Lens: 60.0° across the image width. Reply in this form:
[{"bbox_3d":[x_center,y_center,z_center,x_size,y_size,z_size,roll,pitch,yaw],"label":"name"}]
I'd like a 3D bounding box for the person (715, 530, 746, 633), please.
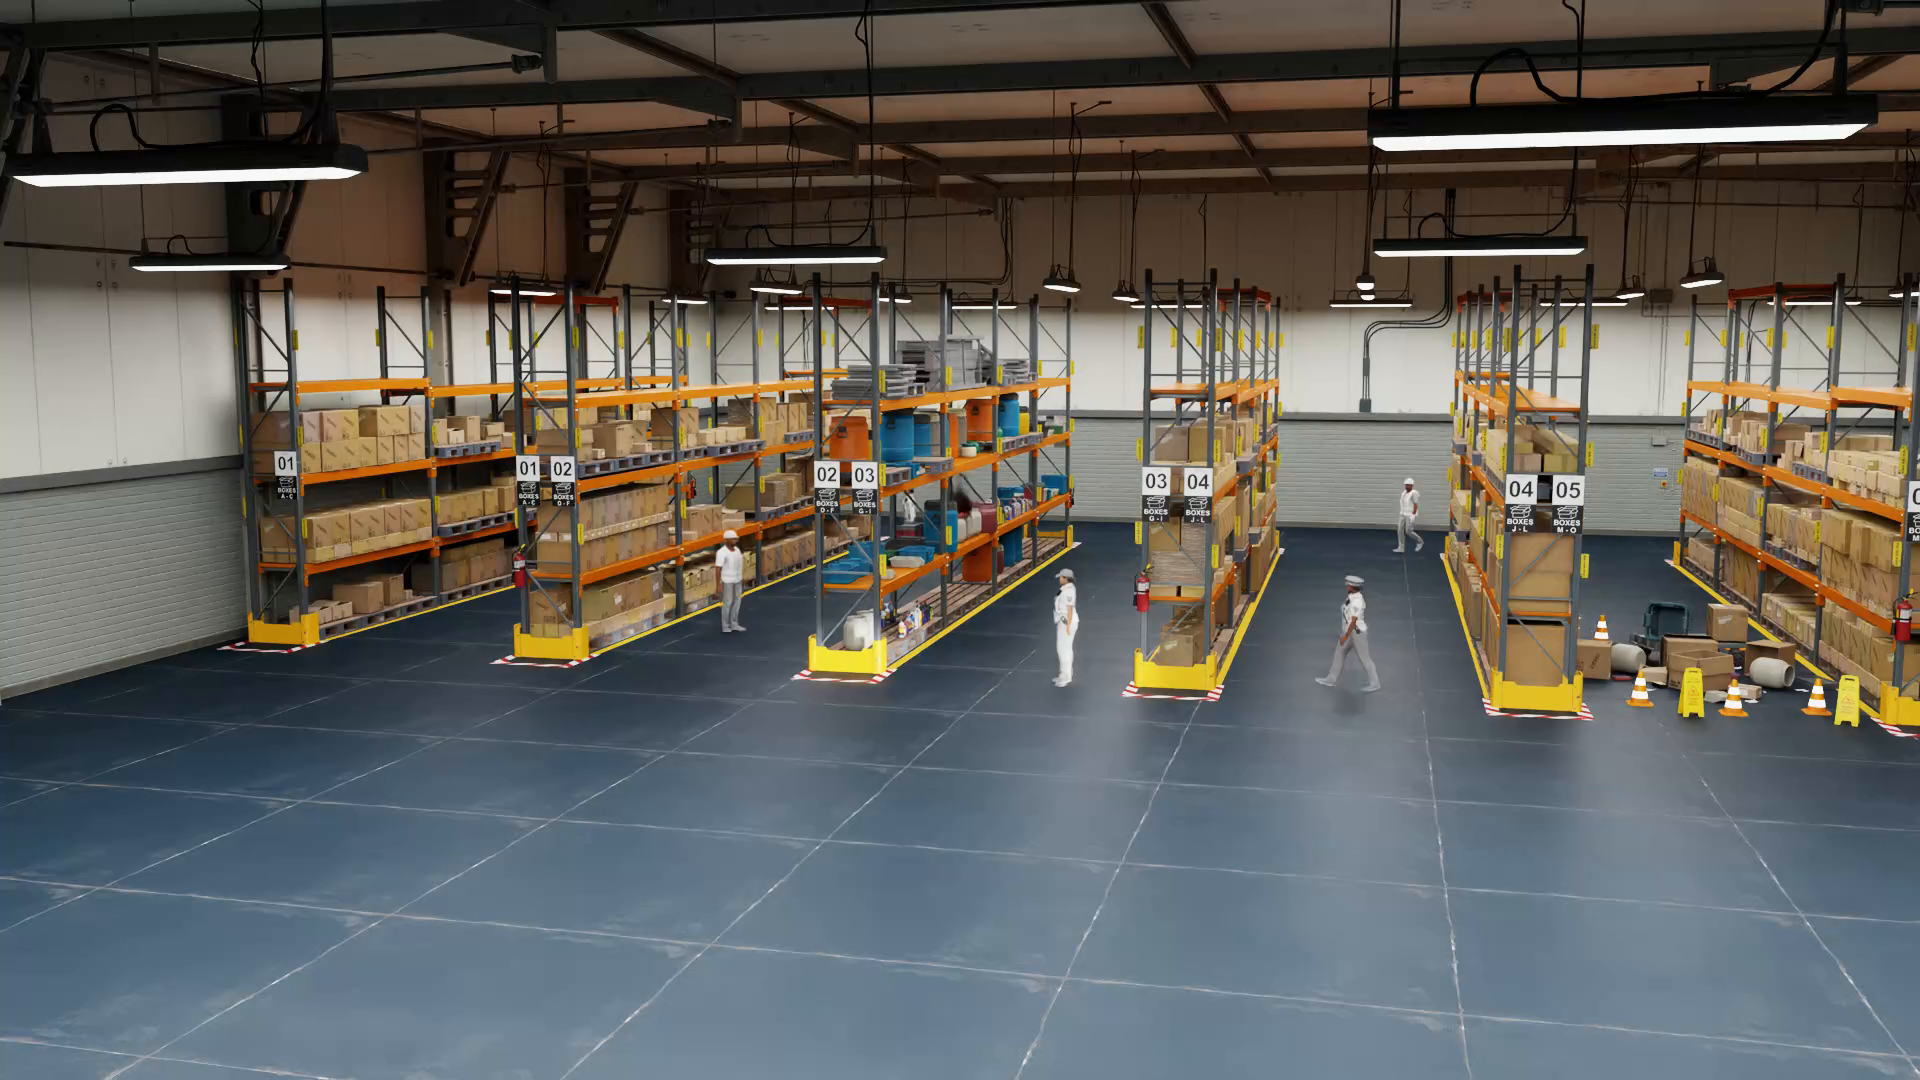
[{"bbox_3d":[-3.919,0.708,28.533,0.366,1.766,0.688,4,8,33],"label":"person"}]

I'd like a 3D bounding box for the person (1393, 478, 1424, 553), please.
[{"bbox_3d":[10.553,-0.570,39.078,0.724,1.775,0.564,-3,7,-21],"label":"person"}]

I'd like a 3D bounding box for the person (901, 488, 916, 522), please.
[{"bbox_3d":[-1.258,-0.464,38.757,0.495,1.697,0.530,-2,7,-14],"label":"person"}]

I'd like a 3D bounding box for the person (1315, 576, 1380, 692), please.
[{"bbox_3d":[5.586,1.325,23.839,0.804,1.640,0.606,-1,7,-8],"label":"person"}]

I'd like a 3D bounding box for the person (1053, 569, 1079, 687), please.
[{"bbox_3d":[1.554,1.275,24.369,0.385,1.705,0.603,0,7,3],"label":"person"}]
